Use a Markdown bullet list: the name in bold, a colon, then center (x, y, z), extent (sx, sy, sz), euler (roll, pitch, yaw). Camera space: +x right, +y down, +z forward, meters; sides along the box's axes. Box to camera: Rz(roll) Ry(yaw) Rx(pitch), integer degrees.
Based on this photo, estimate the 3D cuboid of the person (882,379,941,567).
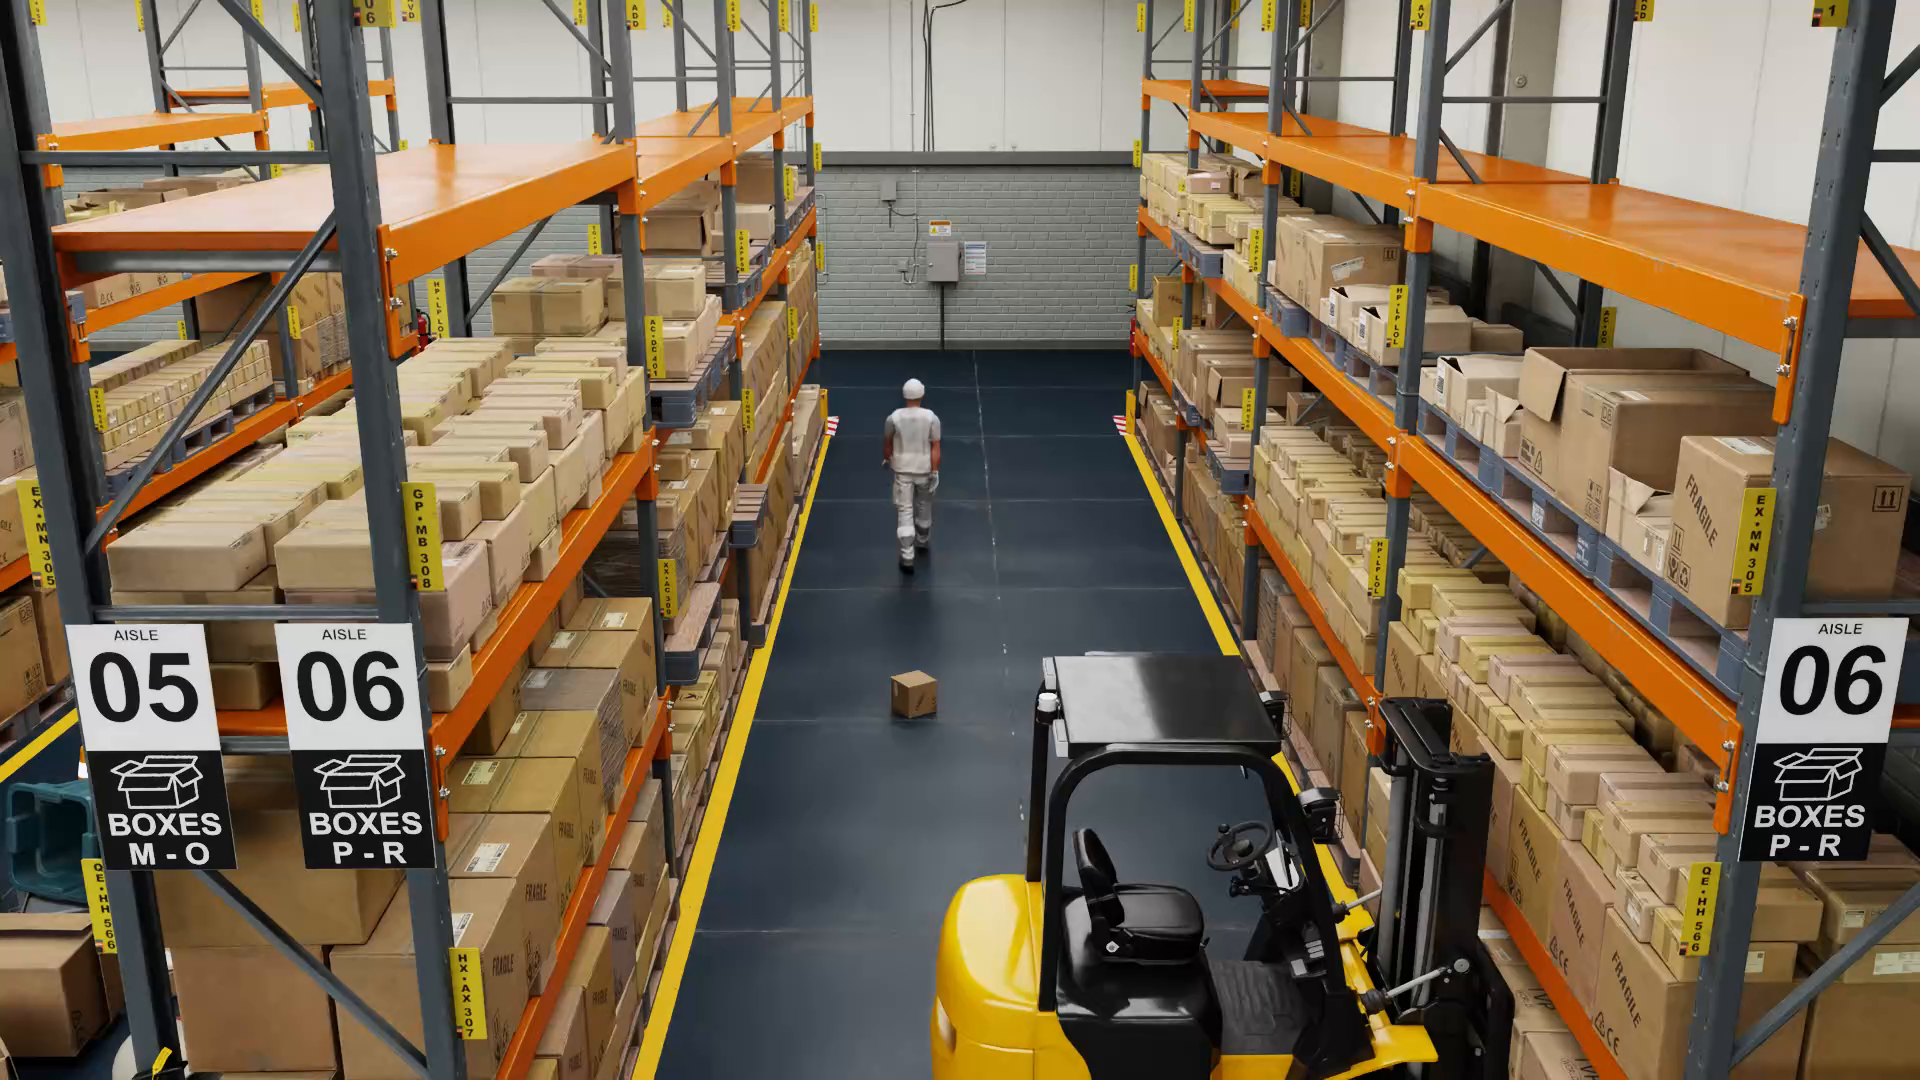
- **person**: center (-0.458, -0.686, 15.737), extent (0.546, 1.739, 1.039), euler (-1, 17, -4)
